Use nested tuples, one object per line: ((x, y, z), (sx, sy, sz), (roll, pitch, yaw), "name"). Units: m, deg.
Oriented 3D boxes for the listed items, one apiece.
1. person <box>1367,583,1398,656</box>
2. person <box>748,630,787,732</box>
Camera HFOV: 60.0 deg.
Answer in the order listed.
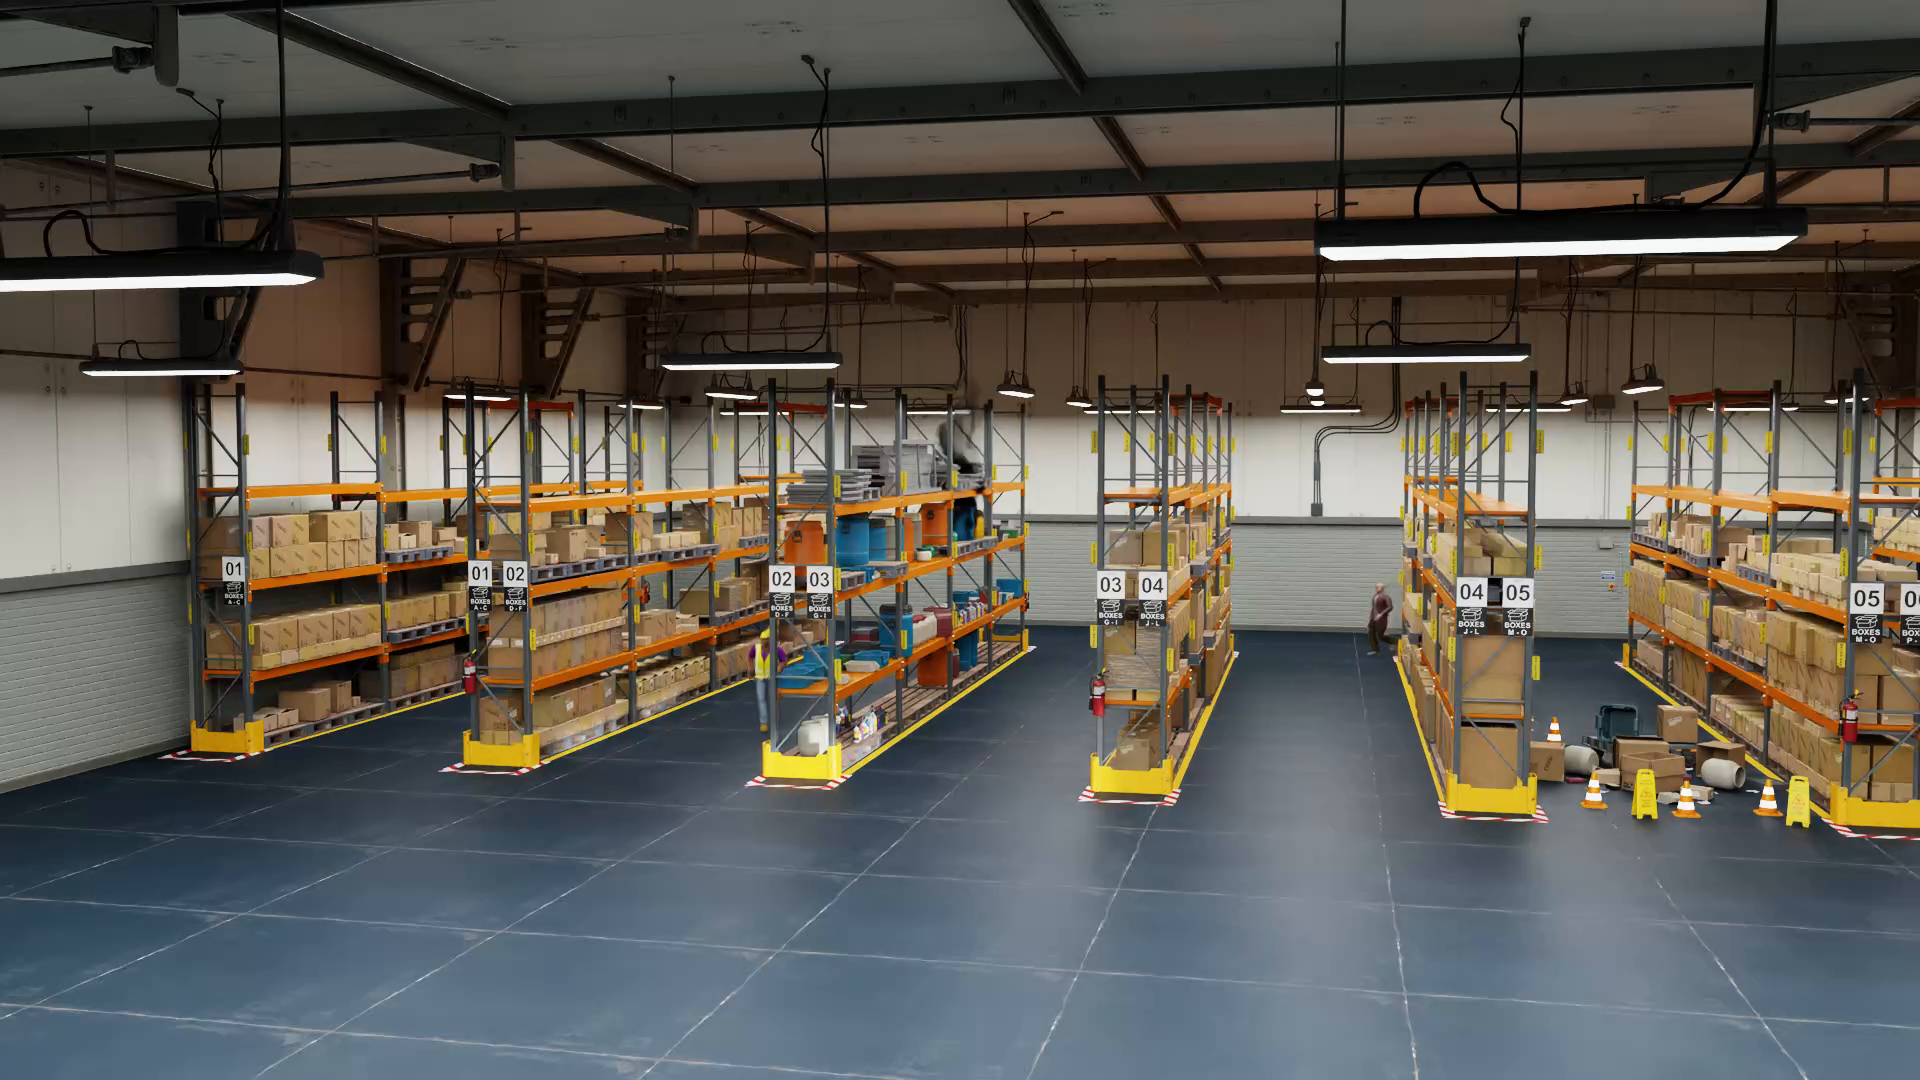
((9.976, 1.878, 39.348), (0.835, 1.735, 0.749), (-2, 4, -26), "person")
((-3.392, 2.445, 29.334), (0.705, 1.750, 0.992), (0, 3, 7), "person")
